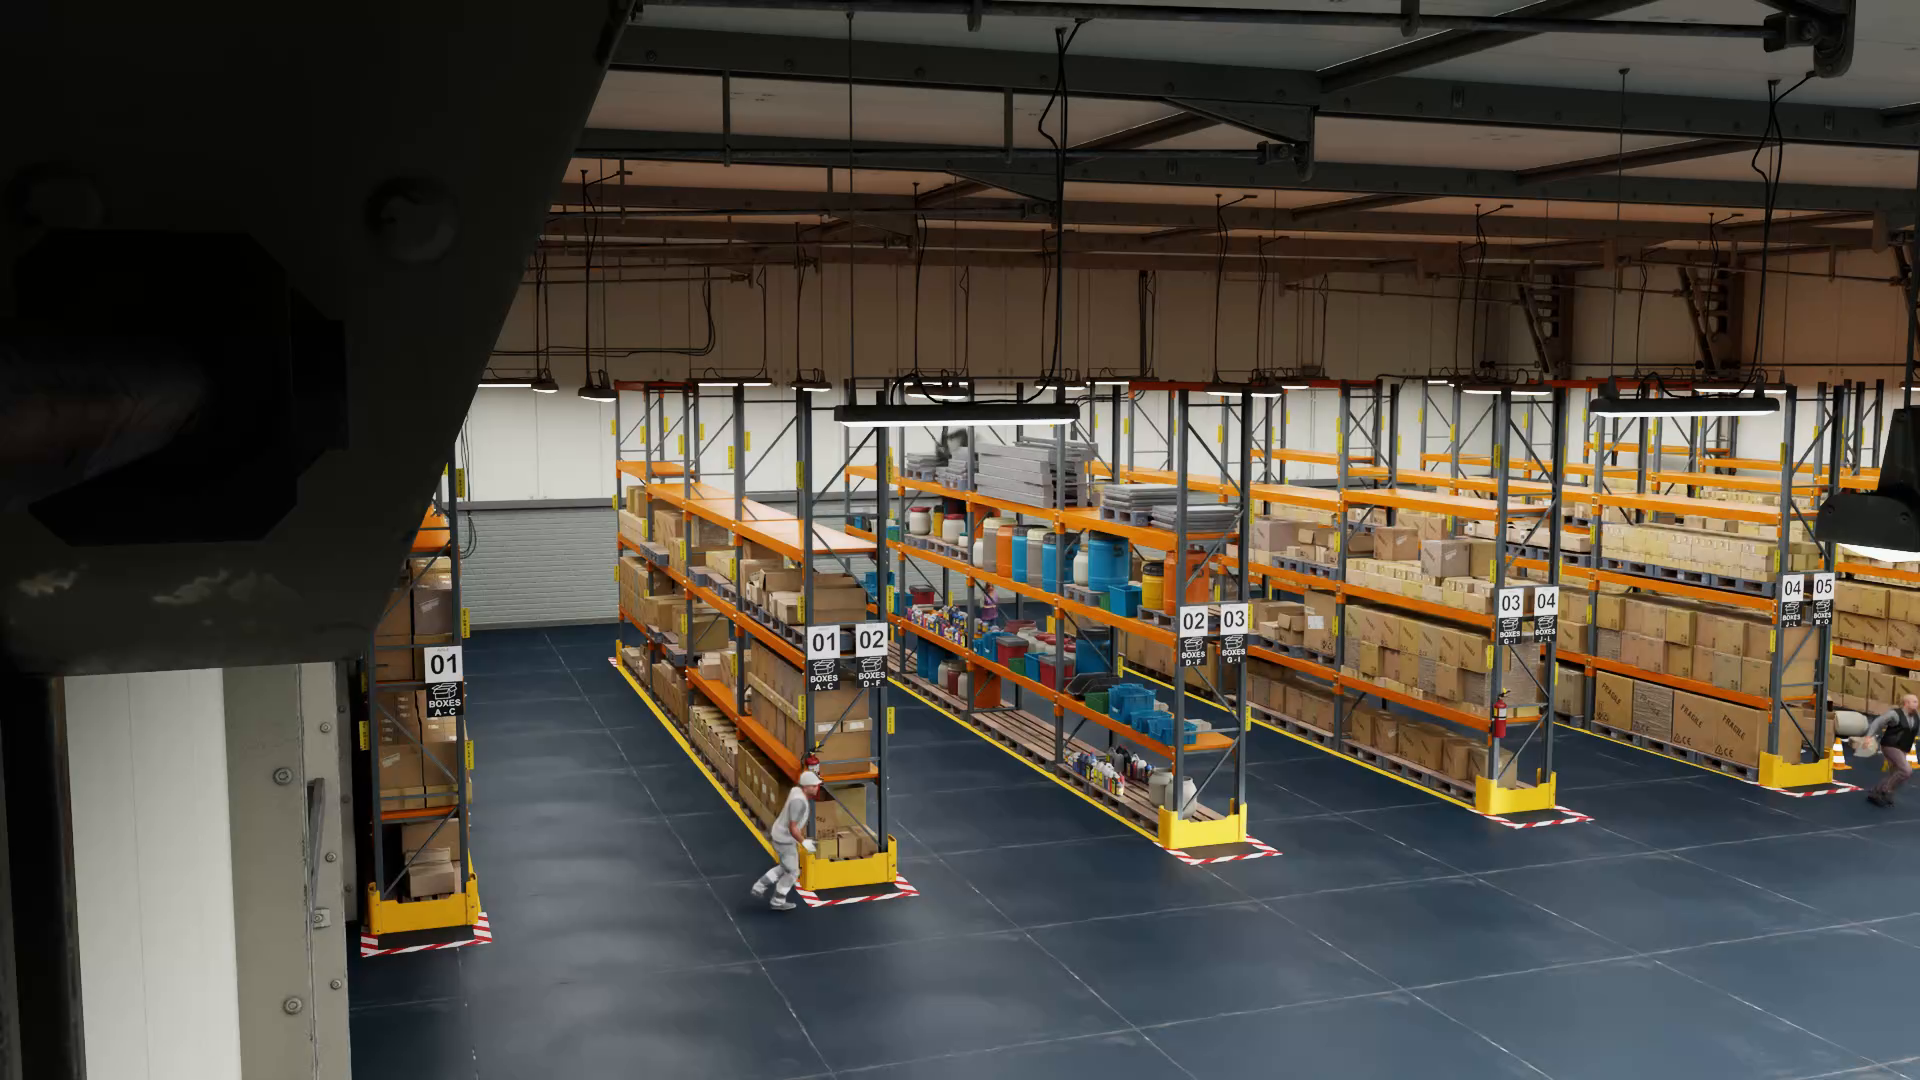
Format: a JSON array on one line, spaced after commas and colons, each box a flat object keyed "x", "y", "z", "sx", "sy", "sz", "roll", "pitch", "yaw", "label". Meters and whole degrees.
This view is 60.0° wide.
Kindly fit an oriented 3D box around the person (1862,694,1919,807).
[{"x": 13.476, "y": 3.020, "z": 23.811, "sx": 0.809, "sy": 1.633, "sz": 0.695, "roll": -3, "pitch": 7, "yaw": -29, "label": "person"}]

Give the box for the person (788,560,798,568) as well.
[{"x": -3.951, "y": 1.233, "z": 39.941, "sx": 0.847, "sy": 1.824, "sz": 0.683, "roll": 0, "pitch": 6, "yaw": 1, "label": "person"}]

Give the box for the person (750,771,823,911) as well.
[{"x": -2.014, "y": 3.476, "z": 19.215, "sx": 0.849, "sy": 1.668, "sz": 0.663, "roll": -1, "pitch": 6, "yaw": -9, "label": "person"}]

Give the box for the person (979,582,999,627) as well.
[{"x": 0.604, "y": 1.637, "z": 34.612, "sx": 0.524, "sy": 1.615, "sz": 0.805, "roll": -3, "pitch": 7, "yaw": -24, "label": "person"}]
